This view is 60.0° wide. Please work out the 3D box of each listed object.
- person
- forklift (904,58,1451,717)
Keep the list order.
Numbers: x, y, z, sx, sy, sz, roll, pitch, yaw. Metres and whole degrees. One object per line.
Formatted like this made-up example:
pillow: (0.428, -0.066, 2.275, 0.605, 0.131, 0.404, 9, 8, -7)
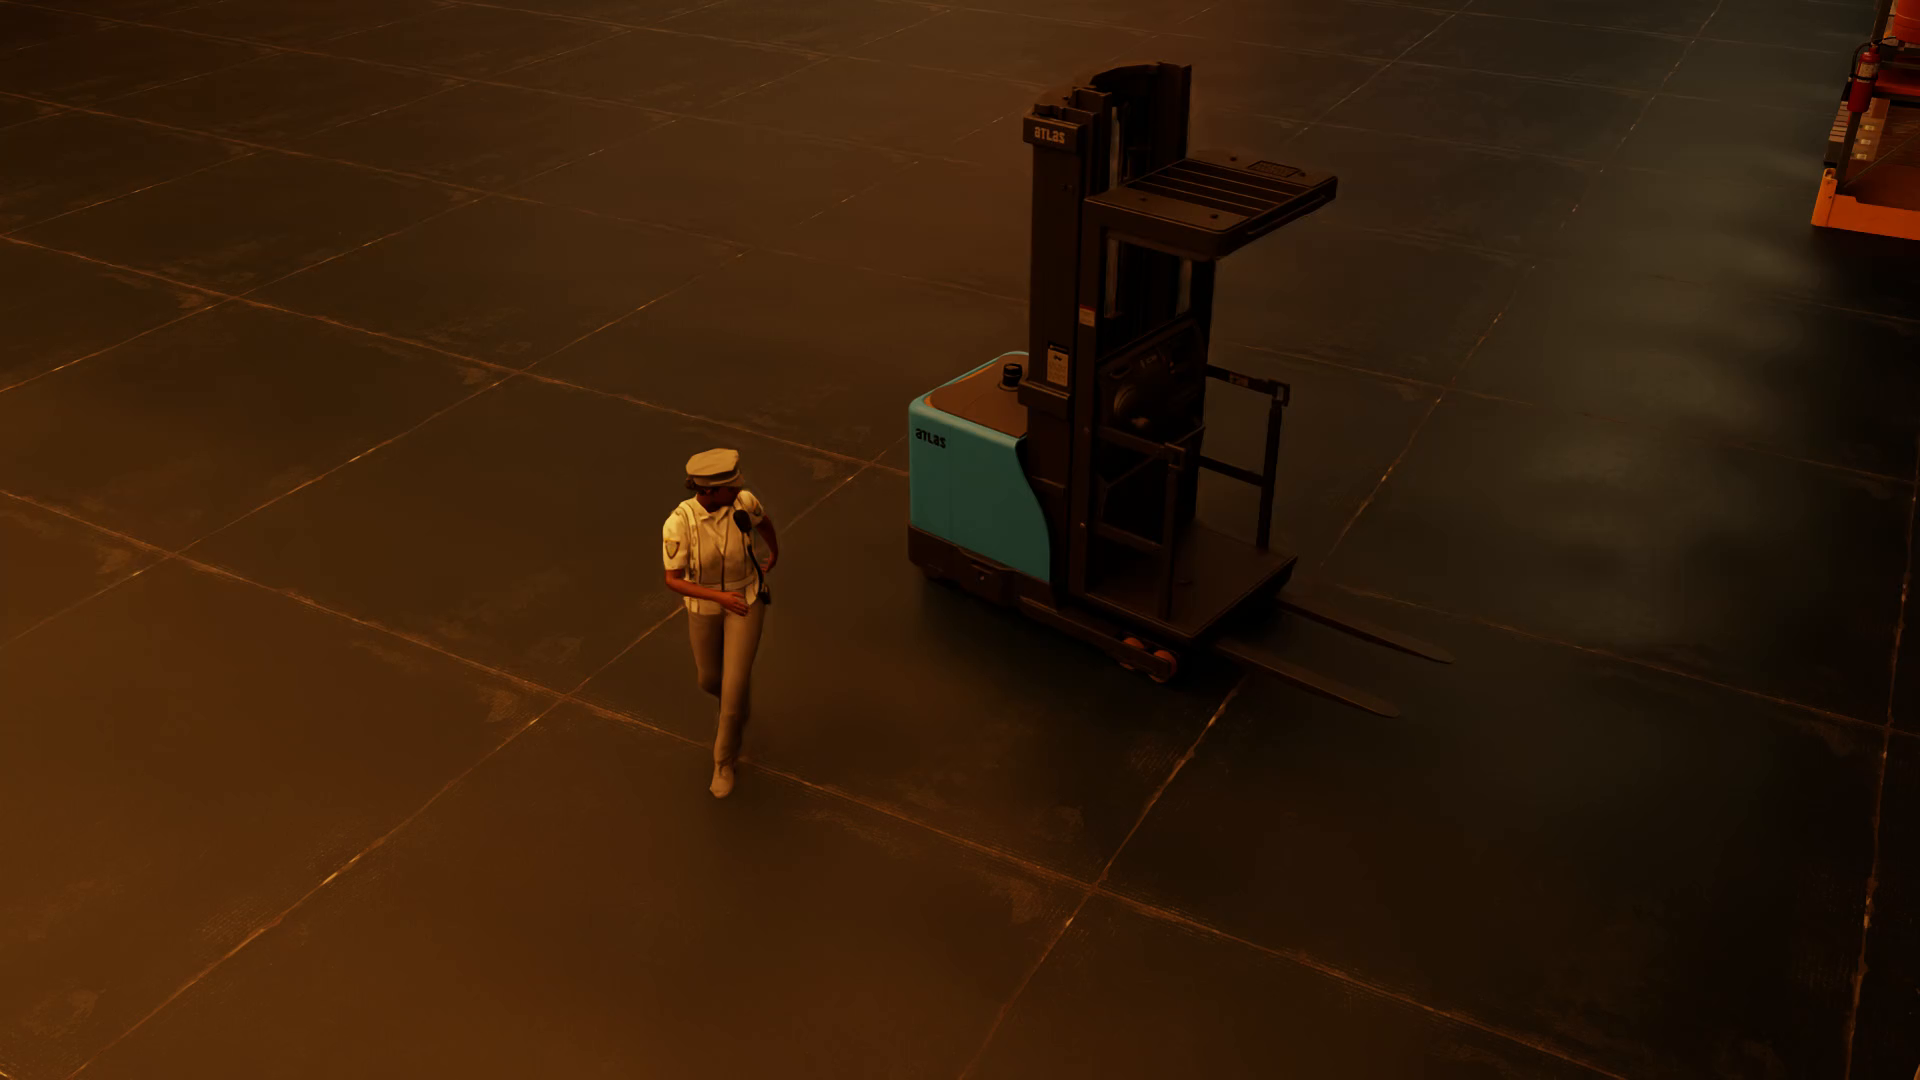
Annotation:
person: (-1.137, 0.349, 7.859, 0.470, 1.611, 0.904, 1, 30, 2)
forklift: (1.138, -0.830, 8.508, 3.031, 2.935, 1.130, 22, 37, 33)
